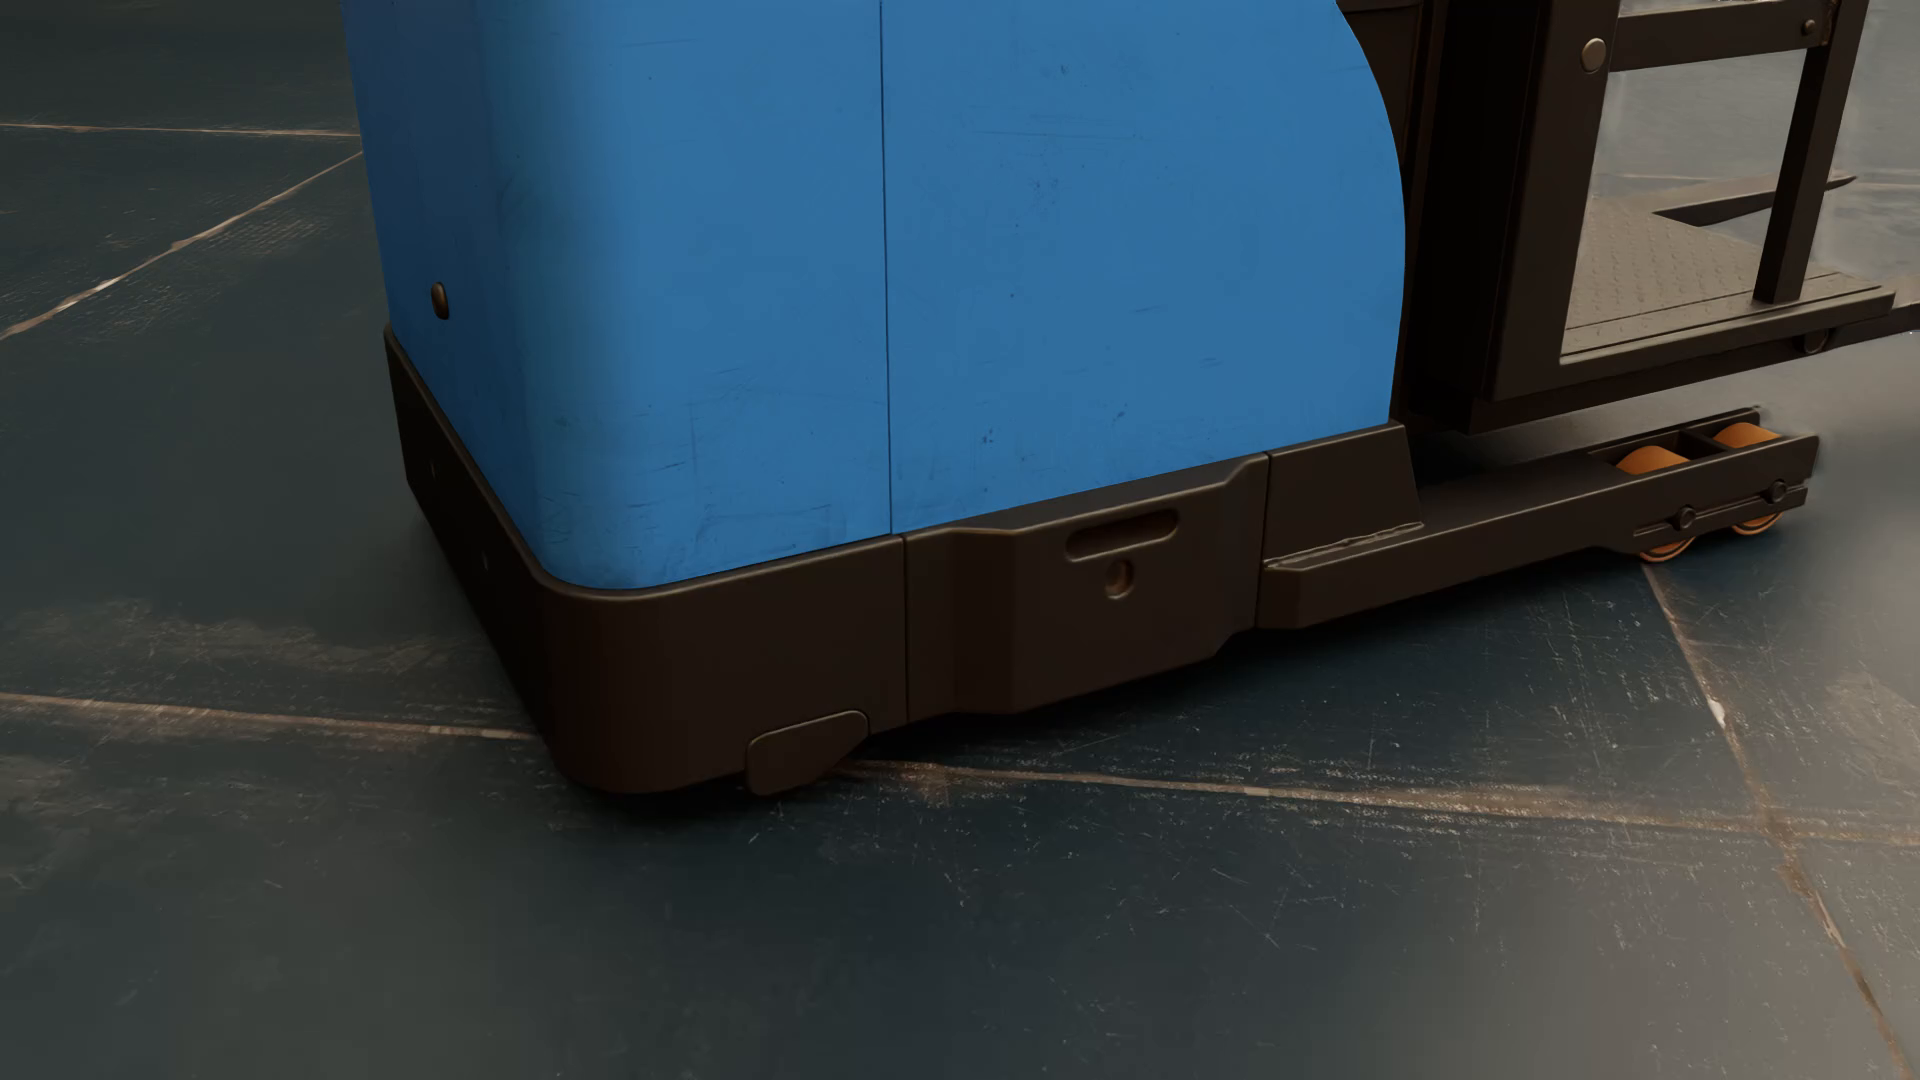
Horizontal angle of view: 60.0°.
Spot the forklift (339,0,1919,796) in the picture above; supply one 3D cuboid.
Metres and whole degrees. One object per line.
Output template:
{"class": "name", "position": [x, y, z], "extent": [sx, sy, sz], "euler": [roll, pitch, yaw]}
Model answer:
{"class": "forklift", "position": [0.707, -1.475, 2.173], "extent": [3.031, 2.935, 1.130], "euler": [-13, 29, -24]}
